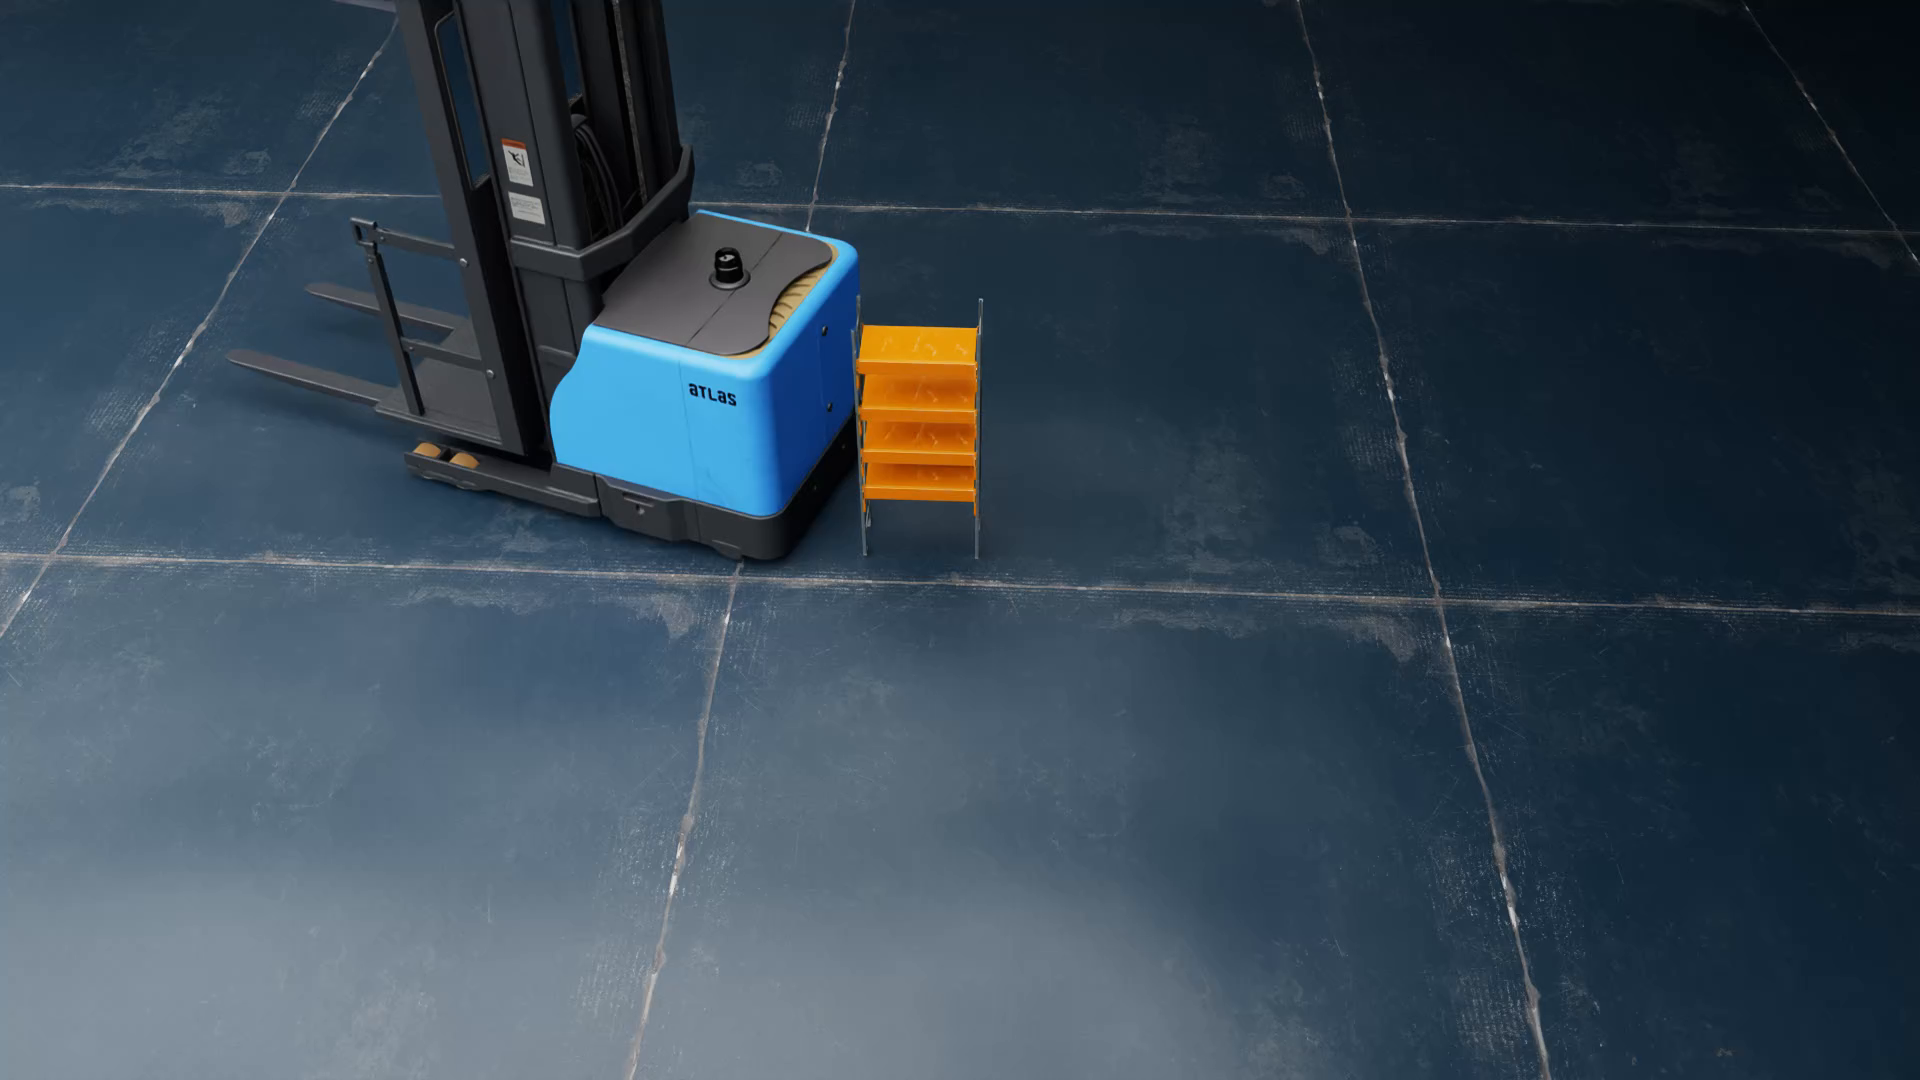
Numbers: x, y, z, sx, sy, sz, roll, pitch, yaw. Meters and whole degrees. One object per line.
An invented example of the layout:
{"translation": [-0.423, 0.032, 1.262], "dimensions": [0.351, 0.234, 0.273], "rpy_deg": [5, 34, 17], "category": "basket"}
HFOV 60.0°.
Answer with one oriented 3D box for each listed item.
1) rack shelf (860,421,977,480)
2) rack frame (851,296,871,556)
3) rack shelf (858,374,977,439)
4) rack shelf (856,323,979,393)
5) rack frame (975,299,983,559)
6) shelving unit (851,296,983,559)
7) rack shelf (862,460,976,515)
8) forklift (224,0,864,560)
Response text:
{"translation": [-0.165, -0.395, 6.978], "dimensions": [0.480, 0.148, 0.258], "rpy_deg": [2, 43, 2], "category": "rack shelf"}
{"translation": [-0.409, -0.452, 6.940], "dimensions": [0.015, 1.200, 0.240], "rpy_deg": [2, 43, 2], "category": "rack frame"}
{"translation": [-0.165, -0.559, 6.825], "dimensions": [0.480, 0.148, 0.258], "rpy_deg": [2, 43, 2], "category": "rack shelf"}
{"translation": [-0.165, -0.732, 6.664], "dimensions": [0.480, 0.148, 0.258], "rpy_deg": [2, 43, 2], "category": "rack shelf"}
{"translation": [0.078, -0.437, 6.924], "dimensions": [0.015, 1.200, 0.240], "rpy_deg": [2, 43, 2], "category": "rack frame"}
{"translation": [-0.165, -0.444, 6.932], "dimensions": [0.503, 1.200, 0.258], "rpy_deg": [2, 43, 2], "category": "shelving unit"}
{"translation": [-0.165, -0.250, 7.113], "dimensions": [0.480, 0.148, 0.258], "rpy_deg": [2, 43, 2], "category": "rack shelf"}
{"translation": [-1.990, -1.621, 6.926], "dimensions": [3.031, 2.935, 1.130], "rpy_deg": [15, 45, 15], "category": "forklift"}
